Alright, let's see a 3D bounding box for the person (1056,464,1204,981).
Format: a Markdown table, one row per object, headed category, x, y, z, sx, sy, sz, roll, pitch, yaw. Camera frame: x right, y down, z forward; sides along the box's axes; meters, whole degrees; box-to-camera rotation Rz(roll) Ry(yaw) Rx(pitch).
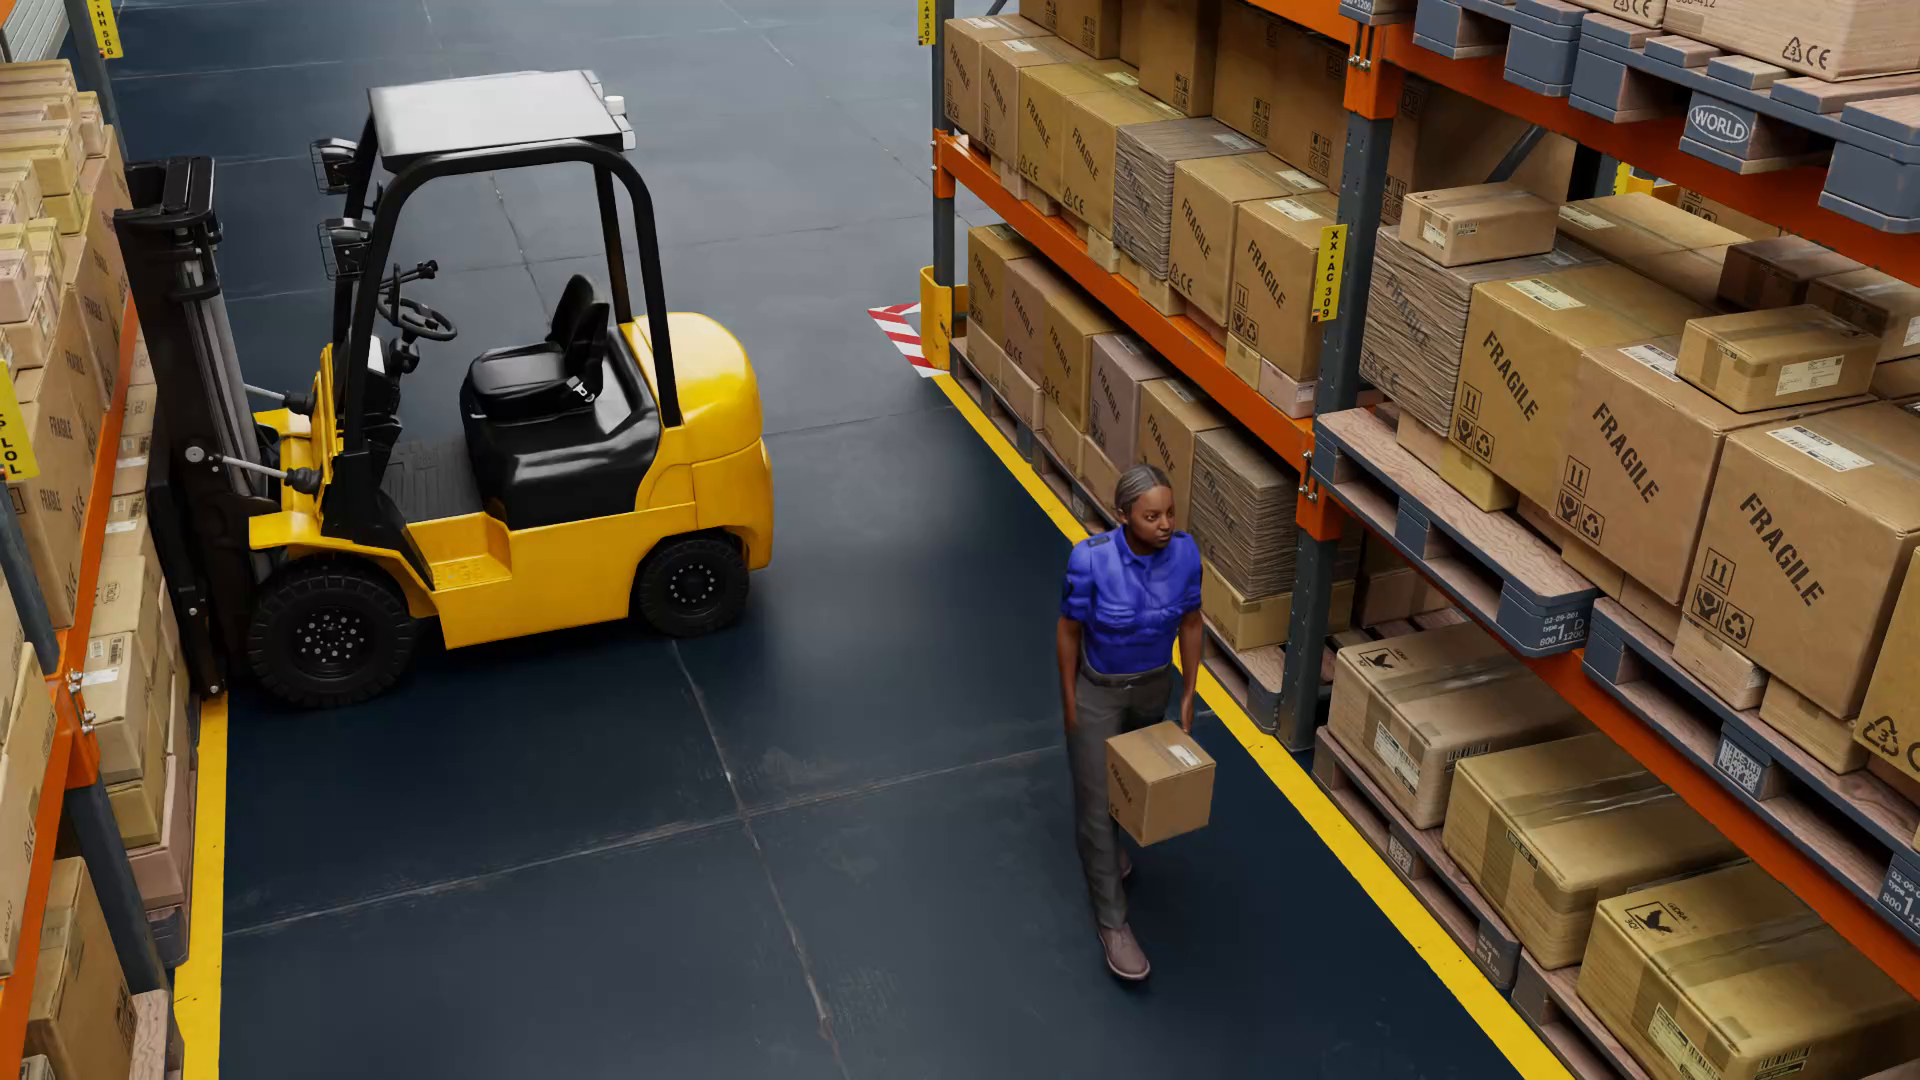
| category | x | y | z | sx | sy | sz | roll | pitch | yaw |
| --- | --- | --- | --- | --- | --- | --- | --- | --- | --- |
| person | 0.565 | 0.521 | 5.223 | 0.472 | 1.635 | 0.788 | -11 | 32 | -18 |
